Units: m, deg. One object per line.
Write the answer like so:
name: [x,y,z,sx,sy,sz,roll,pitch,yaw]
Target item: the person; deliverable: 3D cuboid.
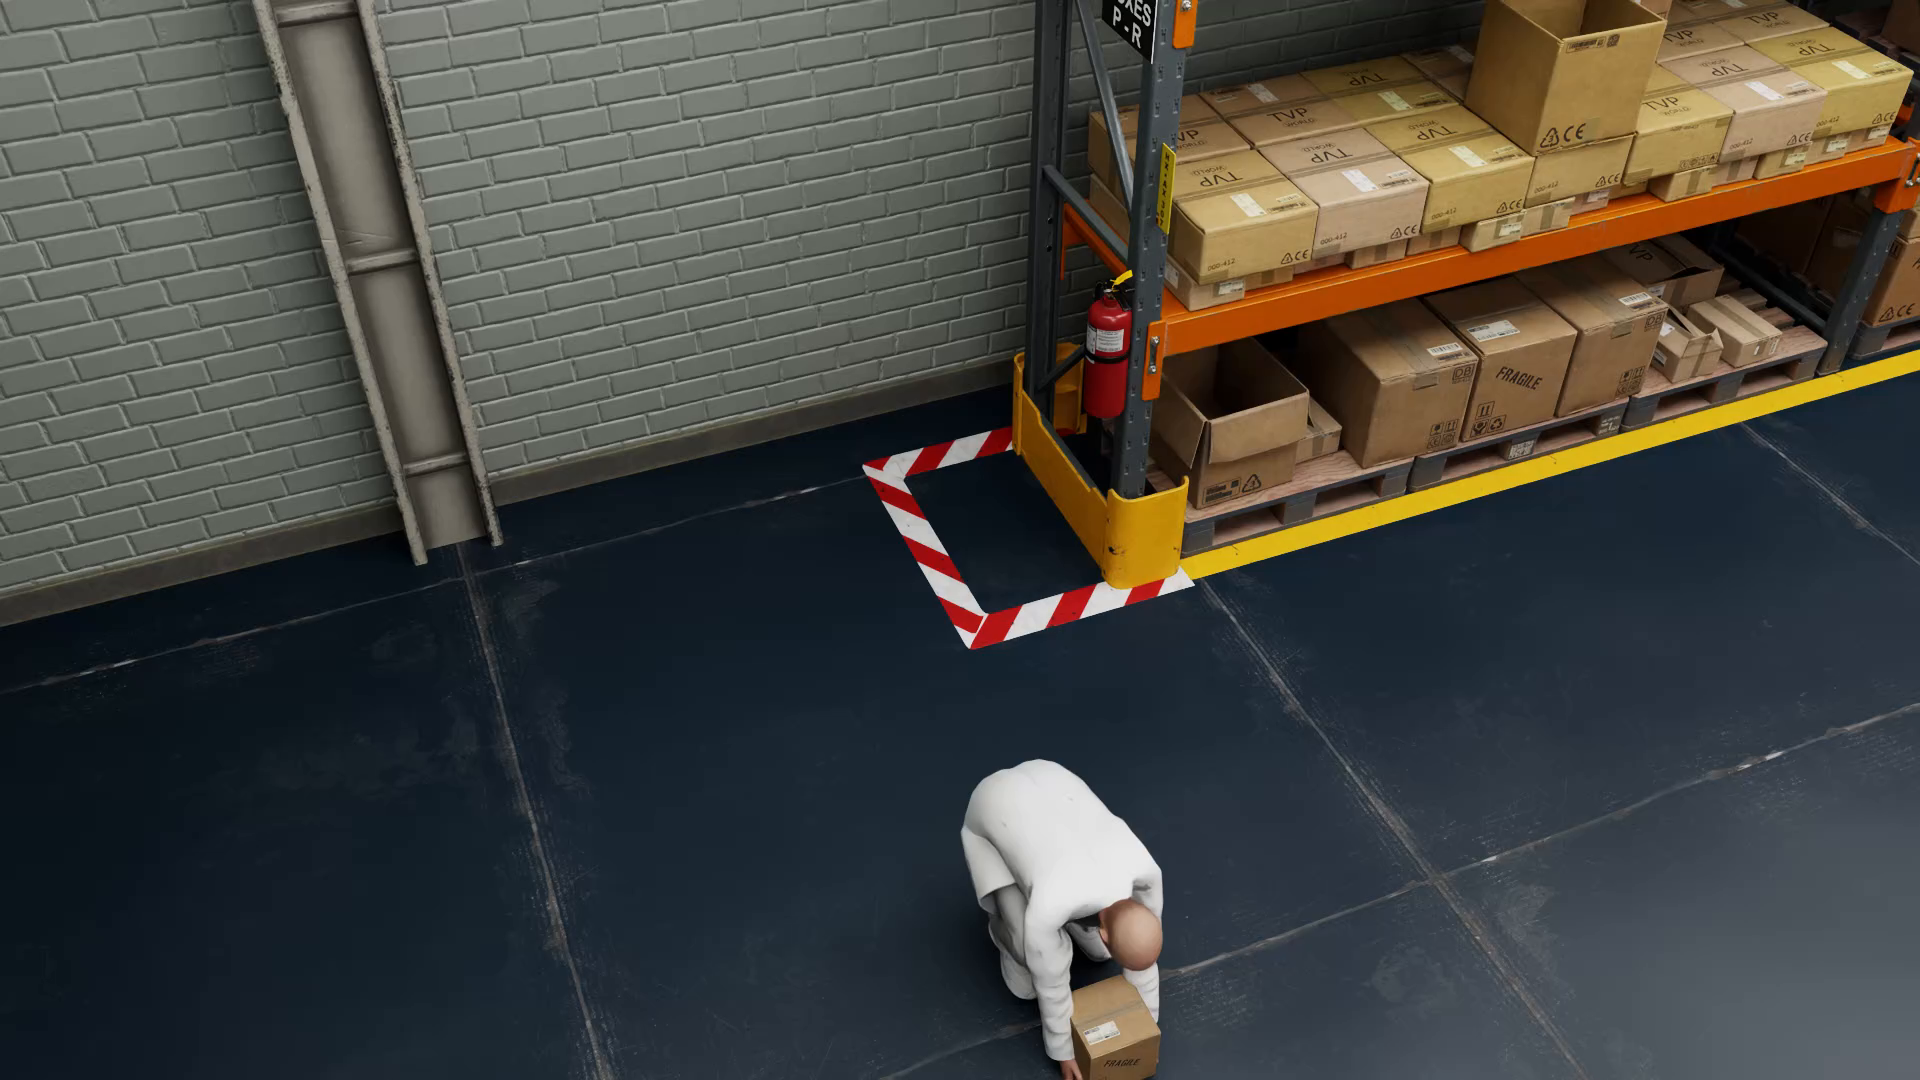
person: [0.349,1.220,5.536,0.575,0.816,0.943,-16,44,-18]
